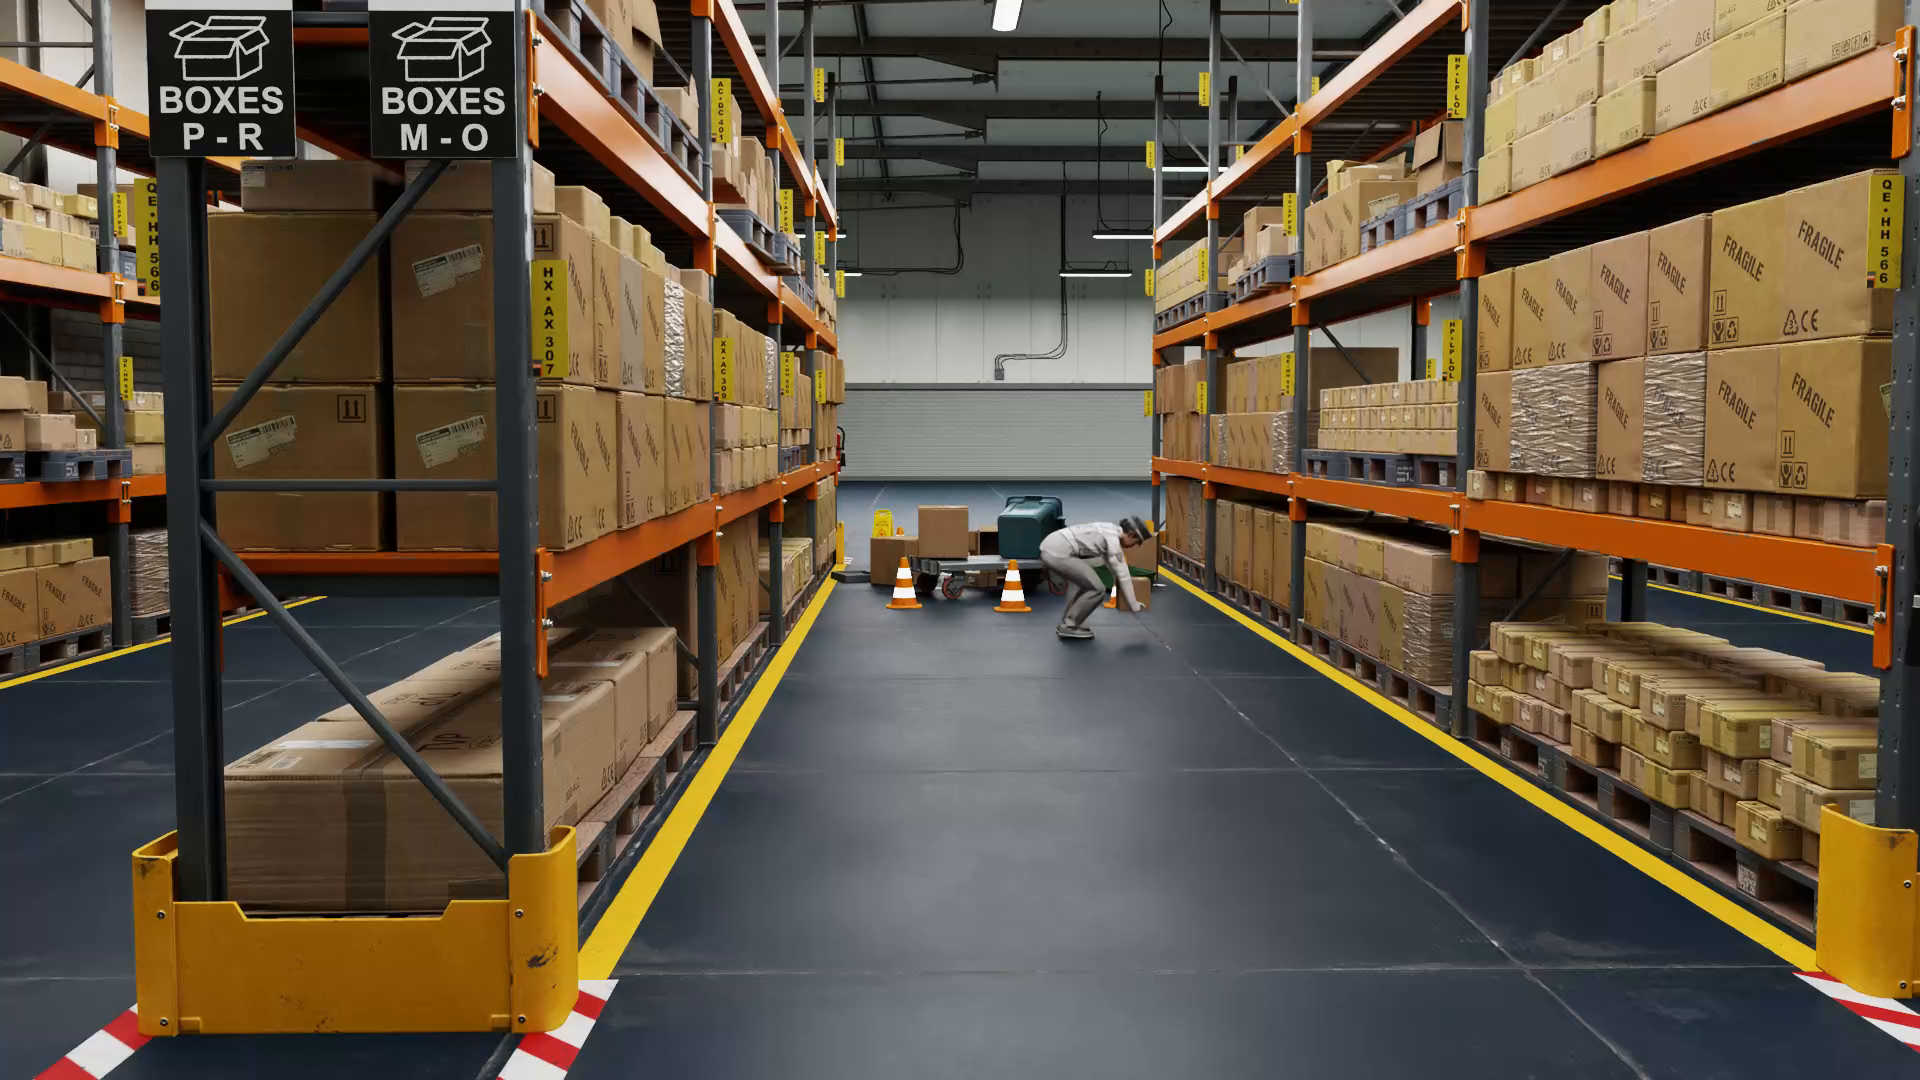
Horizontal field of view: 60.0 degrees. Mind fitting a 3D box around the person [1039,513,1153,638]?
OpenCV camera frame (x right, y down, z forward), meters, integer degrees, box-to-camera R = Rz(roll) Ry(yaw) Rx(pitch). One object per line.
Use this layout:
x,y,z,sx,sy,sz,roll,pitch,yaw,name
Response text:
1.094,0.282,13.333,0.916,0.992,0.466,0,4,-4,person
